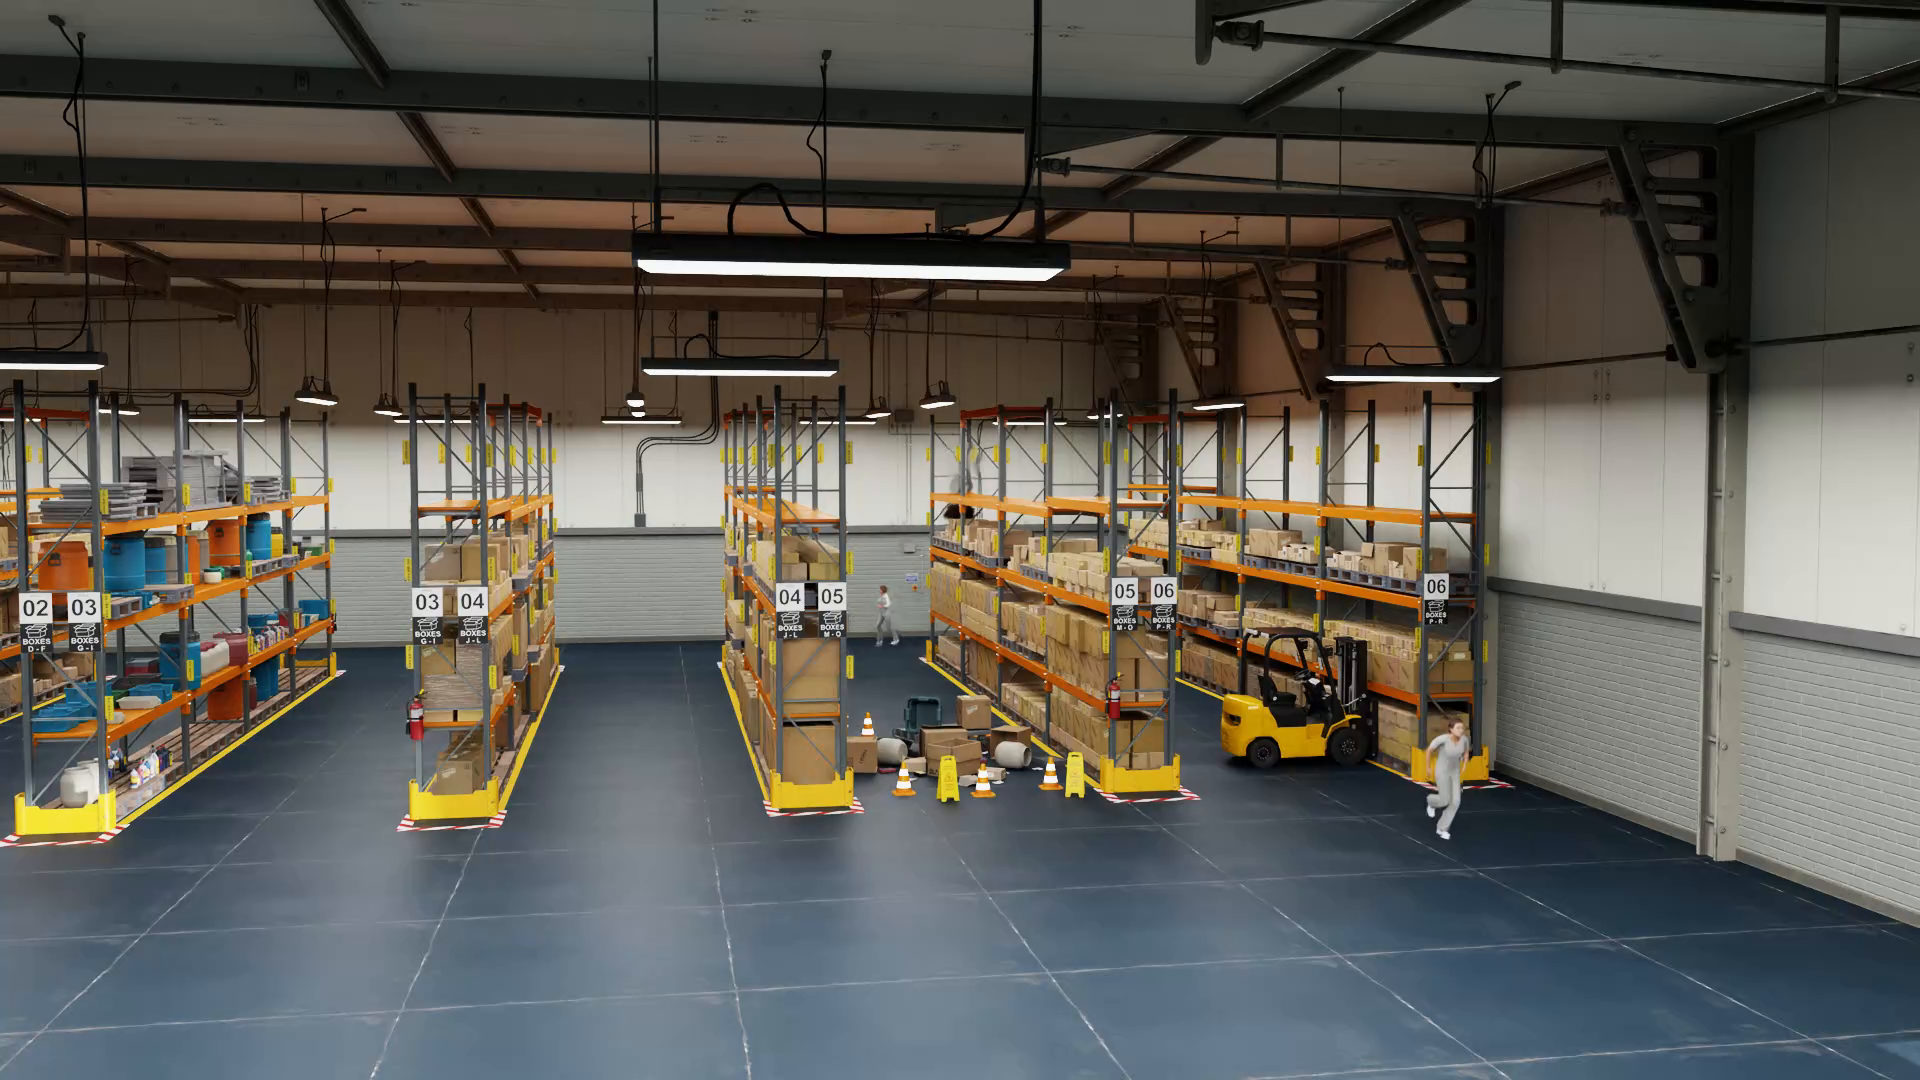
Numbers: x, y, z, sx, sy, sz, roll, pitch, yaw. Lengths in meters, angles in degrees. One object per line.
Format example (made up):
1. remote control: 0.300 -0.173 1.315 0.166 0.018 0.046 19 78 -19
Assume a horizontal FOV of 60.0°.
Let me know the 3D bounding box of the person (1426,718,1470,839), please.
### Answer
1. person: 6.411 3.112 21.955 0.557 1.604 0.734 -1 3 -18

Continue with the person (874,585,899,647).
1. person: -1.923 1.996 43.572 0.727 1.637 0.531 -2 3 -30
